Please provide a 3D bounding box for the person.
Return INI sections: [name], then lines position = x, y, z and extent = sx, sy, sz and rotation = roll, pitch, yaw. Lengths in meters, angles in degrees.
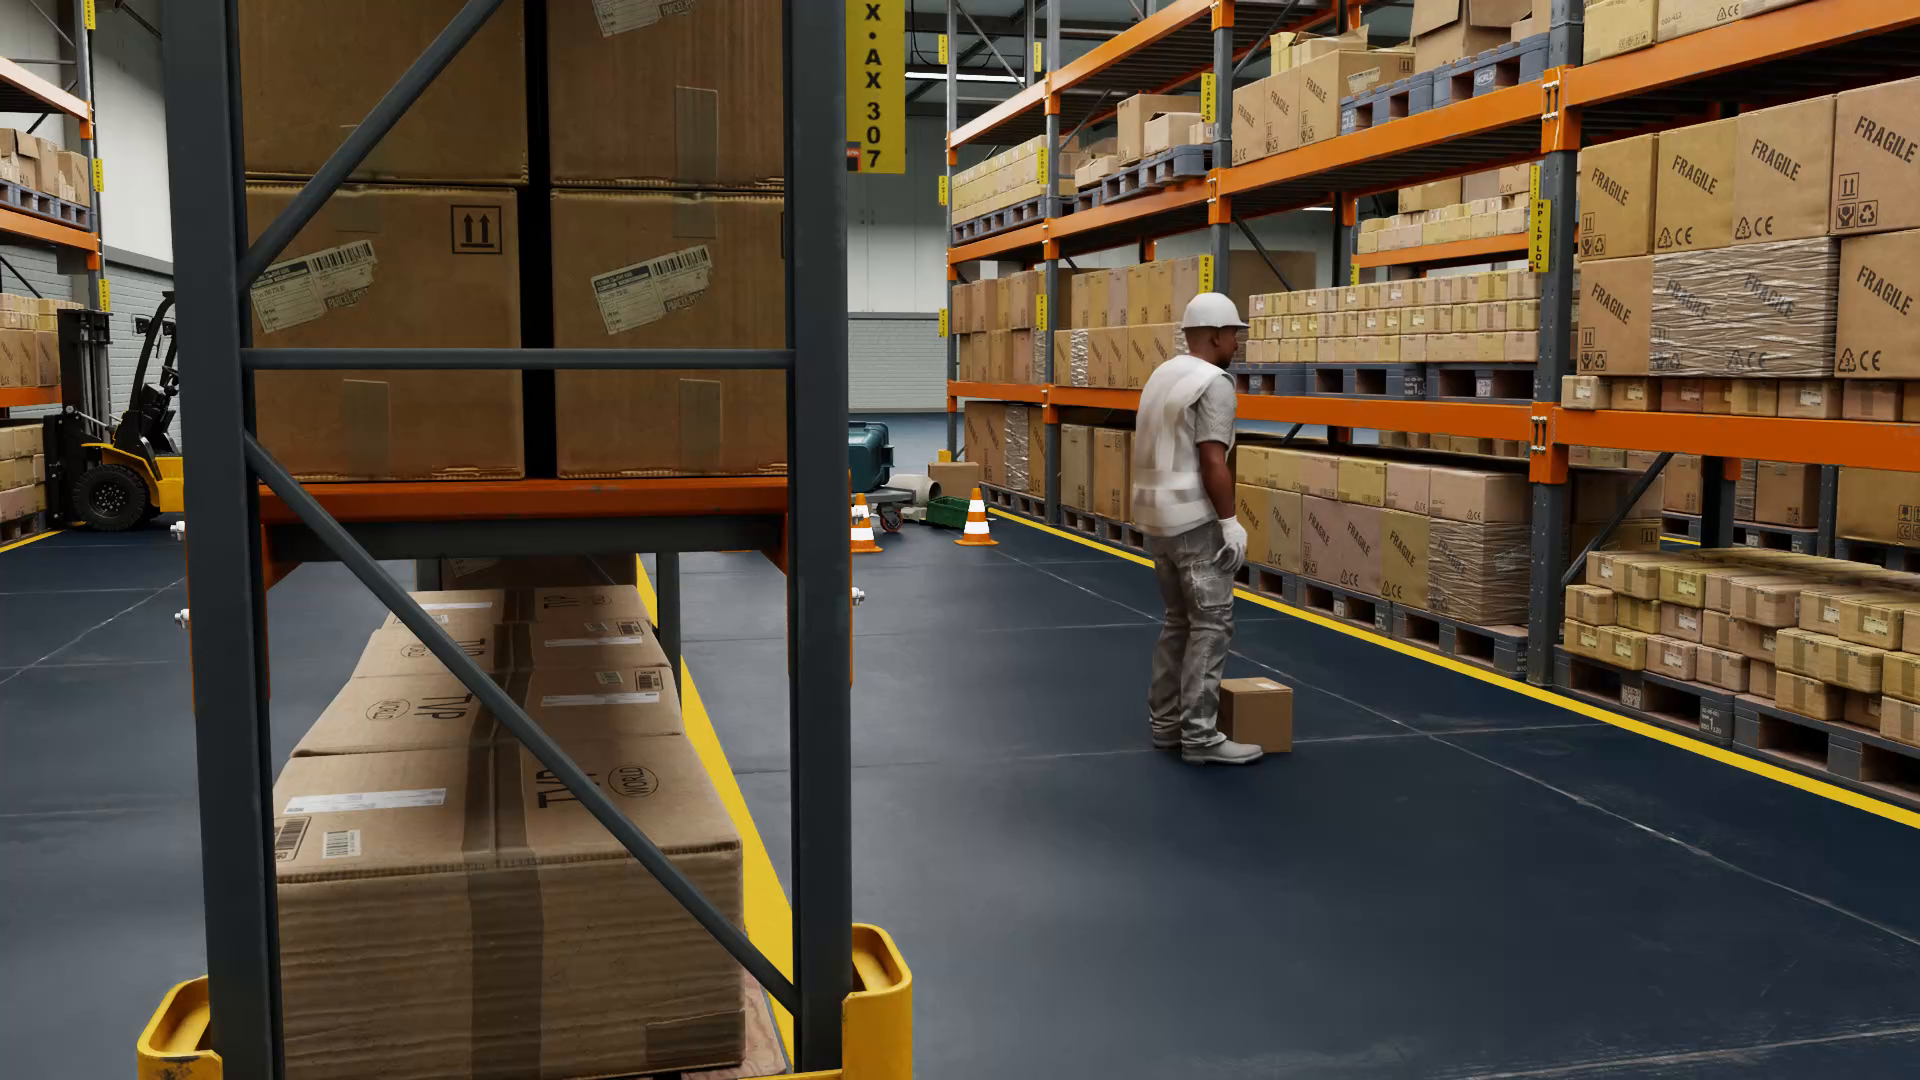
[person]
position = 0.908, -0.058, 6.399
extent = 0.449, 1.773, 0.620
rotation = -2, 6, -17
